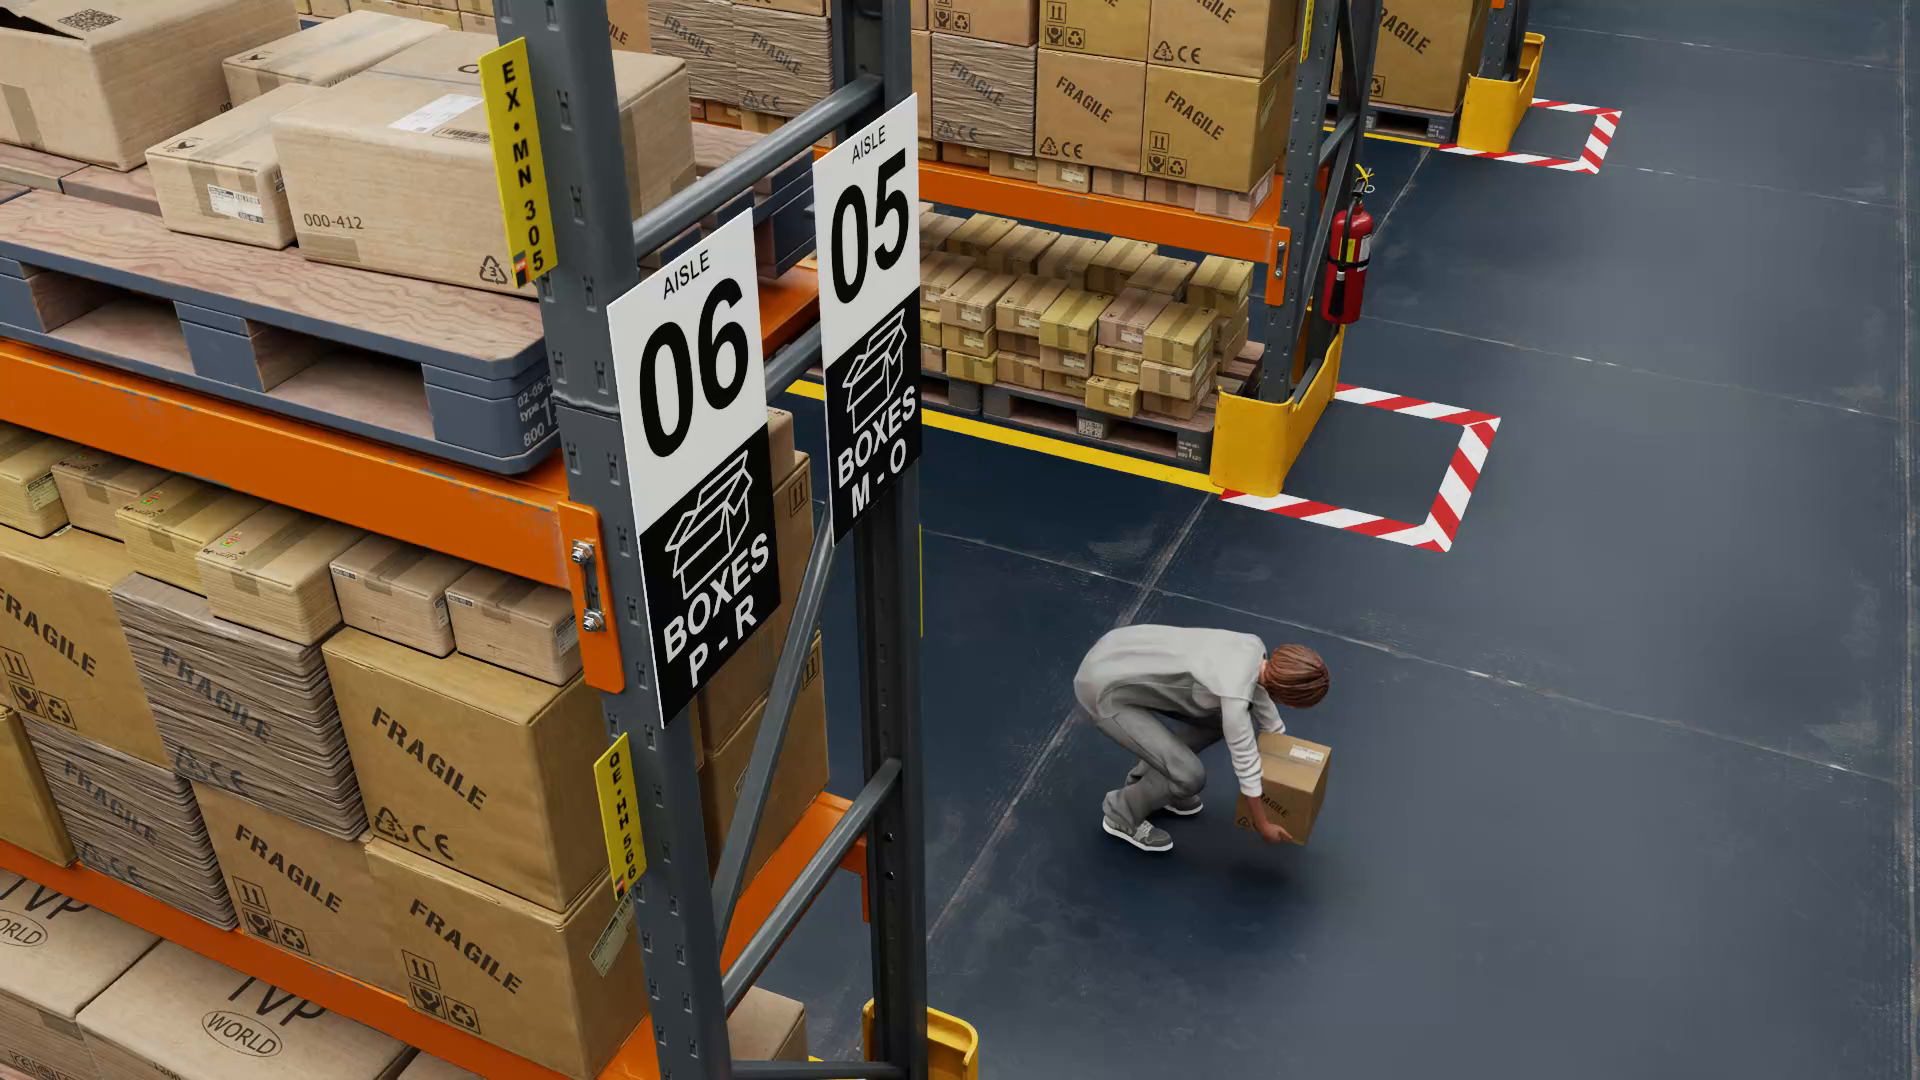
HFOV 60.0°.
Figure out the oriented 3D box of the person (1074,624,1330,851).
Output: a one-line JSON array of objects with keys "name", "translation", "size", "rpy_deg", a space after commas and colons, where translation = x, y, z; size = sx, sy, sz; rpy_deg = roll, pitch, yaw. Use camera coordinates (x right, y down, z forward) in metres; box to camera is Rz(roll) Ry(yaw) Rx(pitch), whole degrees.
[{"name": "person", "translation": [0.811, 0.679, 5.776], "size": [0.854, 0.897, 0.424], "rpy_deg": [13, 36, 18]}]
